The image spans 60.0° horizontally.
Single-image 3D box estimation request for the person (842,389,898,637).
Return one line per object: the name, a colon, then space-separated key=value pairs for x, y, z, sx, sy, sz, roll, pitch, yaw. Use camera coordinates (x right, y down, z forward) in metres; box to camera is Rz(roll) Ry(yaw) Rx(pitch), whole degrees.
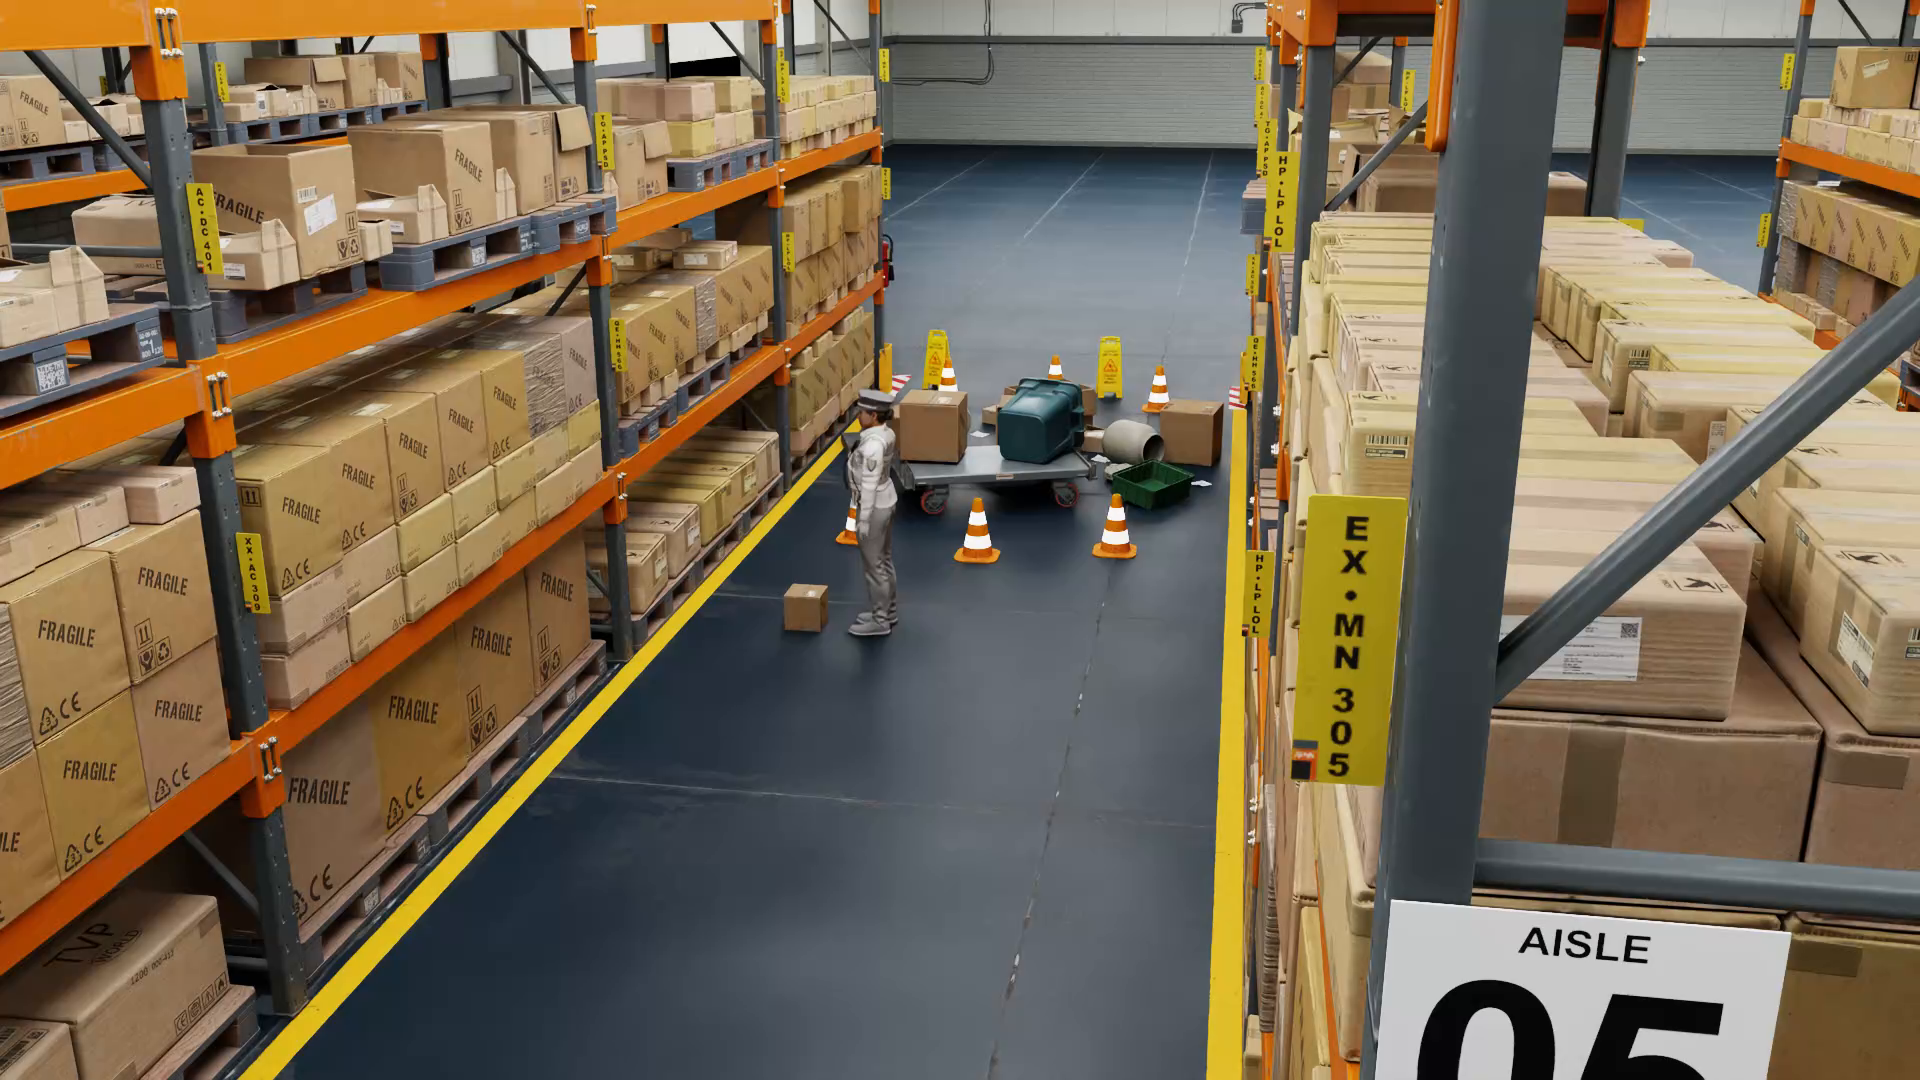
person: x=-0.589 y=-0.185 z=11.100 sx=0.327 sy=1.680 sz=0.469 roll=3 pitch=18 yaw=10
